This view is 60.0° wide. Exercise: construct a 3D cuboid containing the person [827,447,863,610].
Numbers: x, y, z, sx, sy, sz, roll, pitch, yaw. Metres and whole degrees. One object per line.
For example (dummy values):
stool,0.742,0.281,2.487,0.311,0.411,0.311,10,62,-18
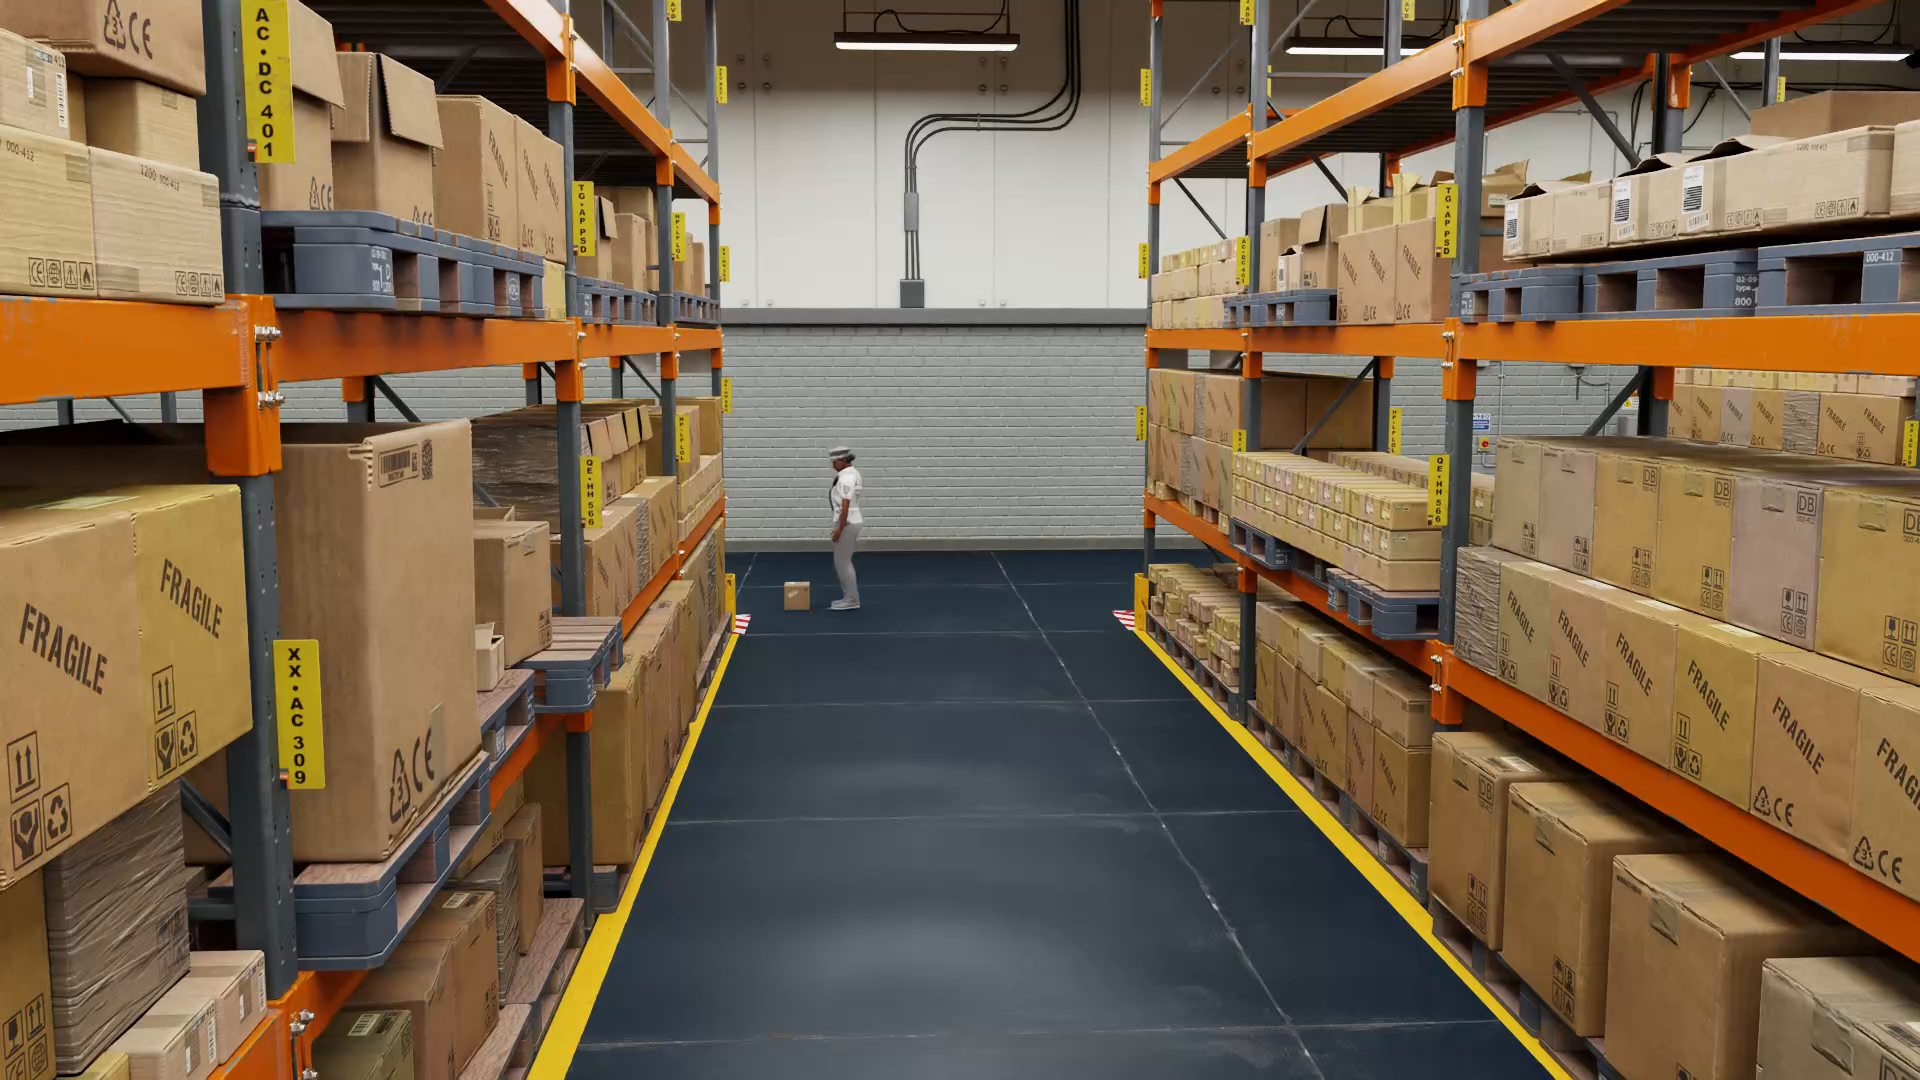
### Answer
person,-1.159,-0.120,16.828,0.351,1.651,0.443,0,7,-3
